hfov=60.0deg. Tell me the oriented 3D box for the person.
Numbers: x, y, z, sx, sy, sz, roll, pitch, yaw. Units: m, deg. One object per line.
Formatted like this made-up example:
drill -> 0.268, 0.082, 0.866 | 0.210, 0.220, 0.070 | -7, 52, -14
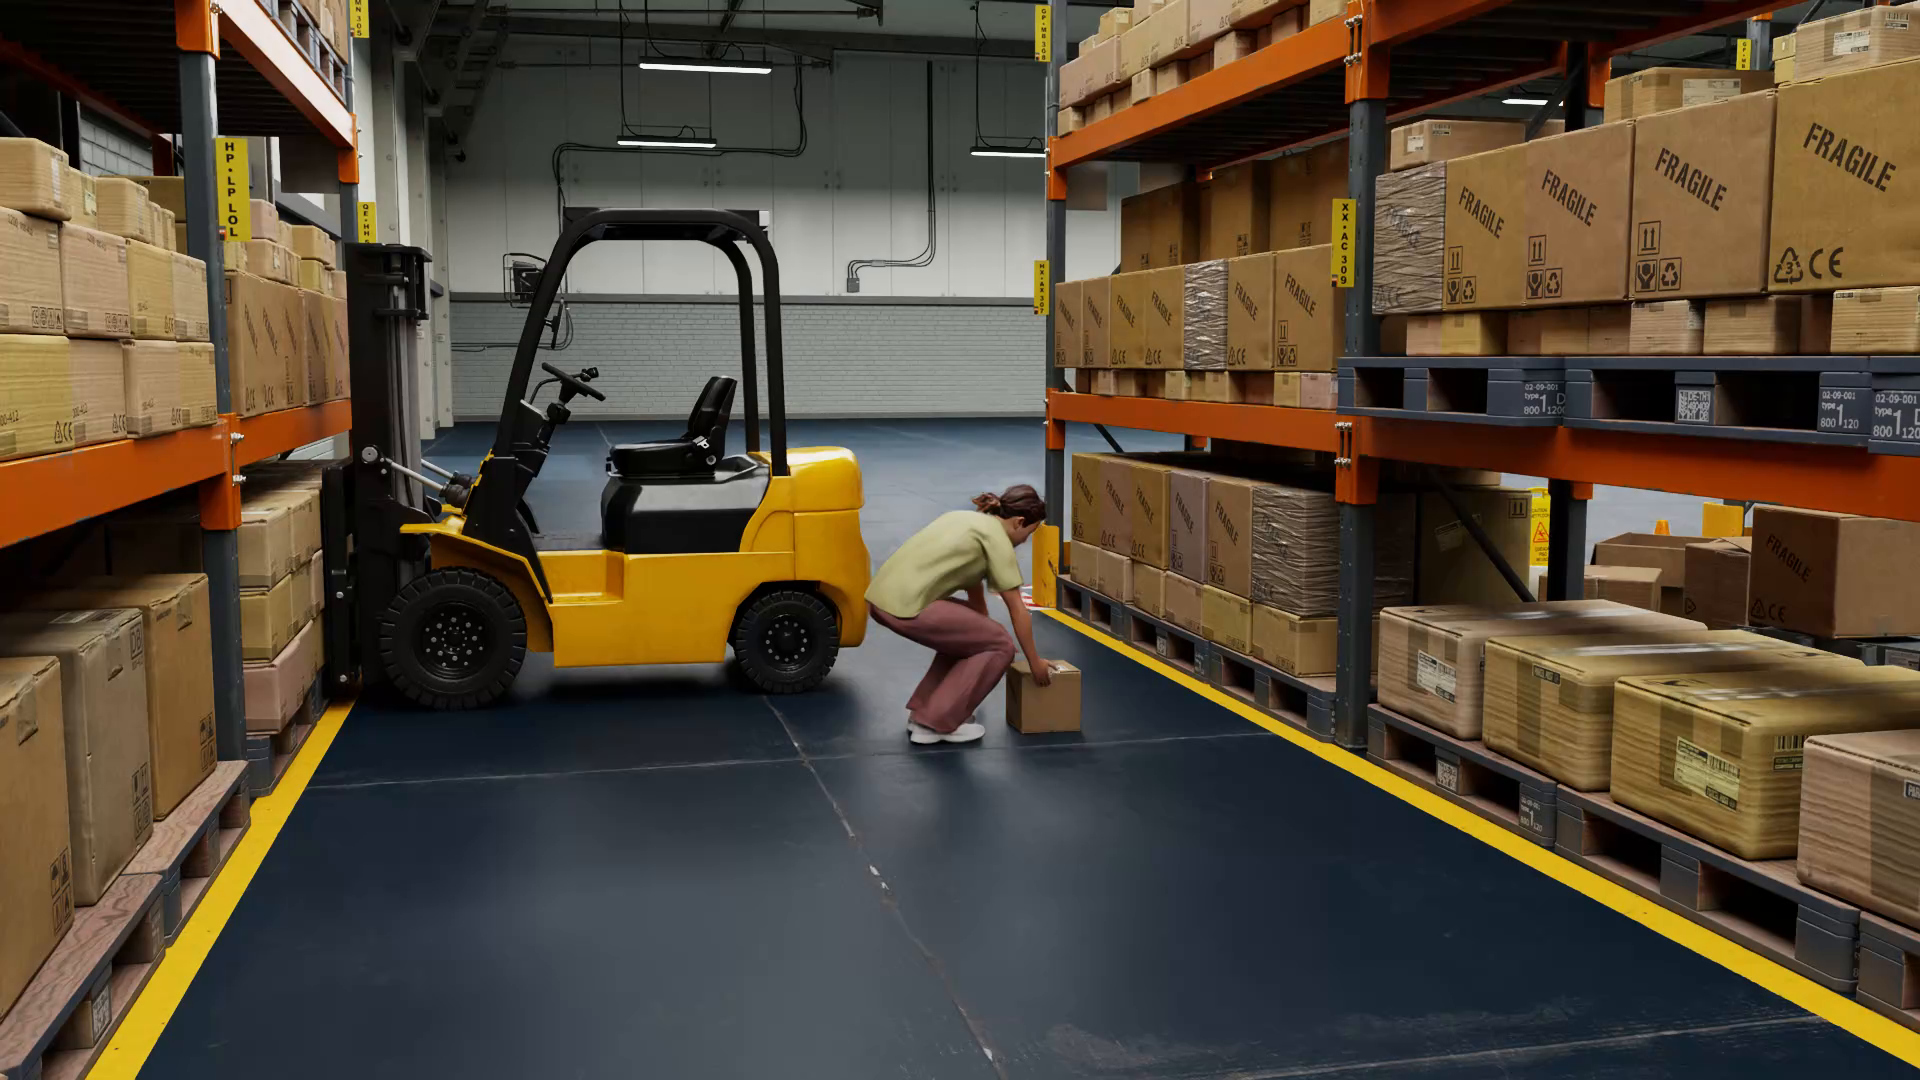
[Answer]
person -> -0.007, 0.284, 6.683 | 0.782, 0.998, 0.494 | -2, 7, -22
